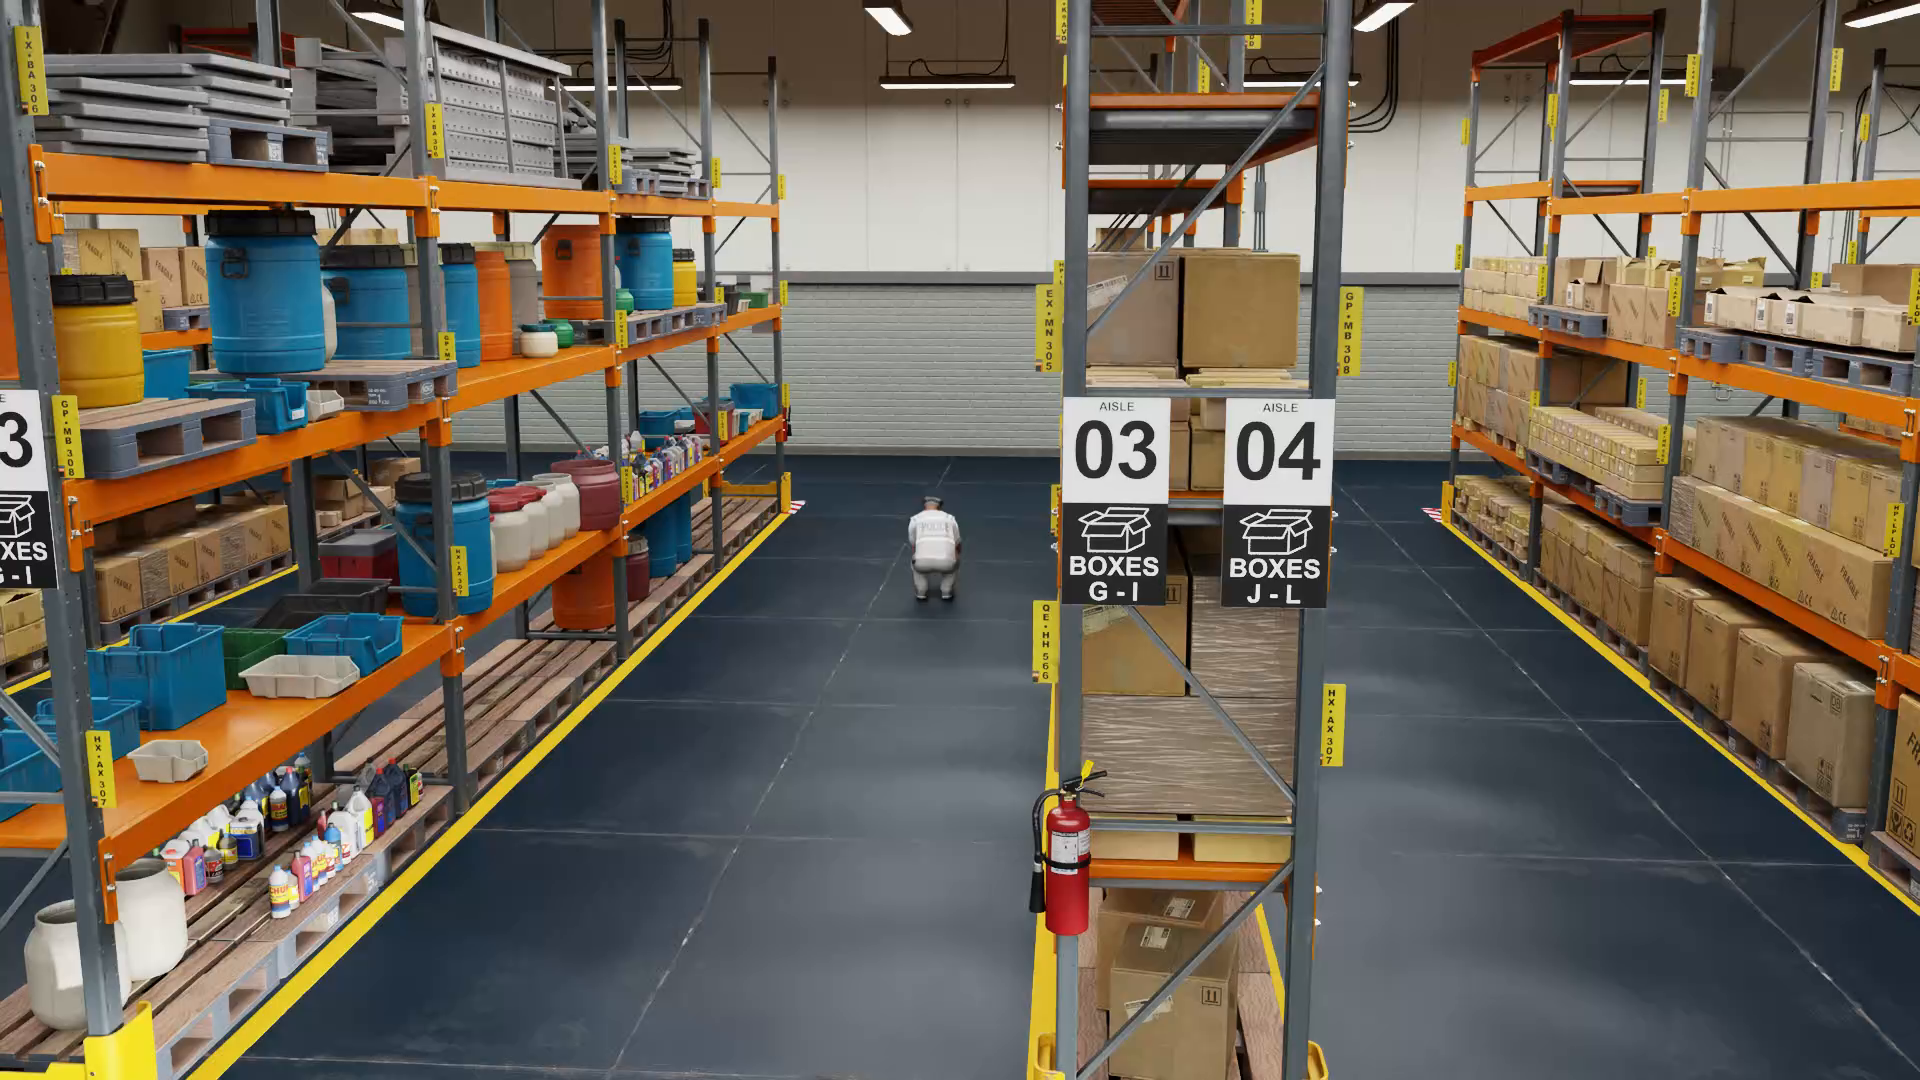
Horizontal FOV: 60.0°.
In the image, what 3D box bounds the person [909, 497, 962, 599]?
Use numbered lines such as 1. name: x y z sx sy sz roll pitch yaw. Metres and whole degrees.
1. person: -0.272 0.089 17.478 0.556 1.007 0.906 1 11 4
